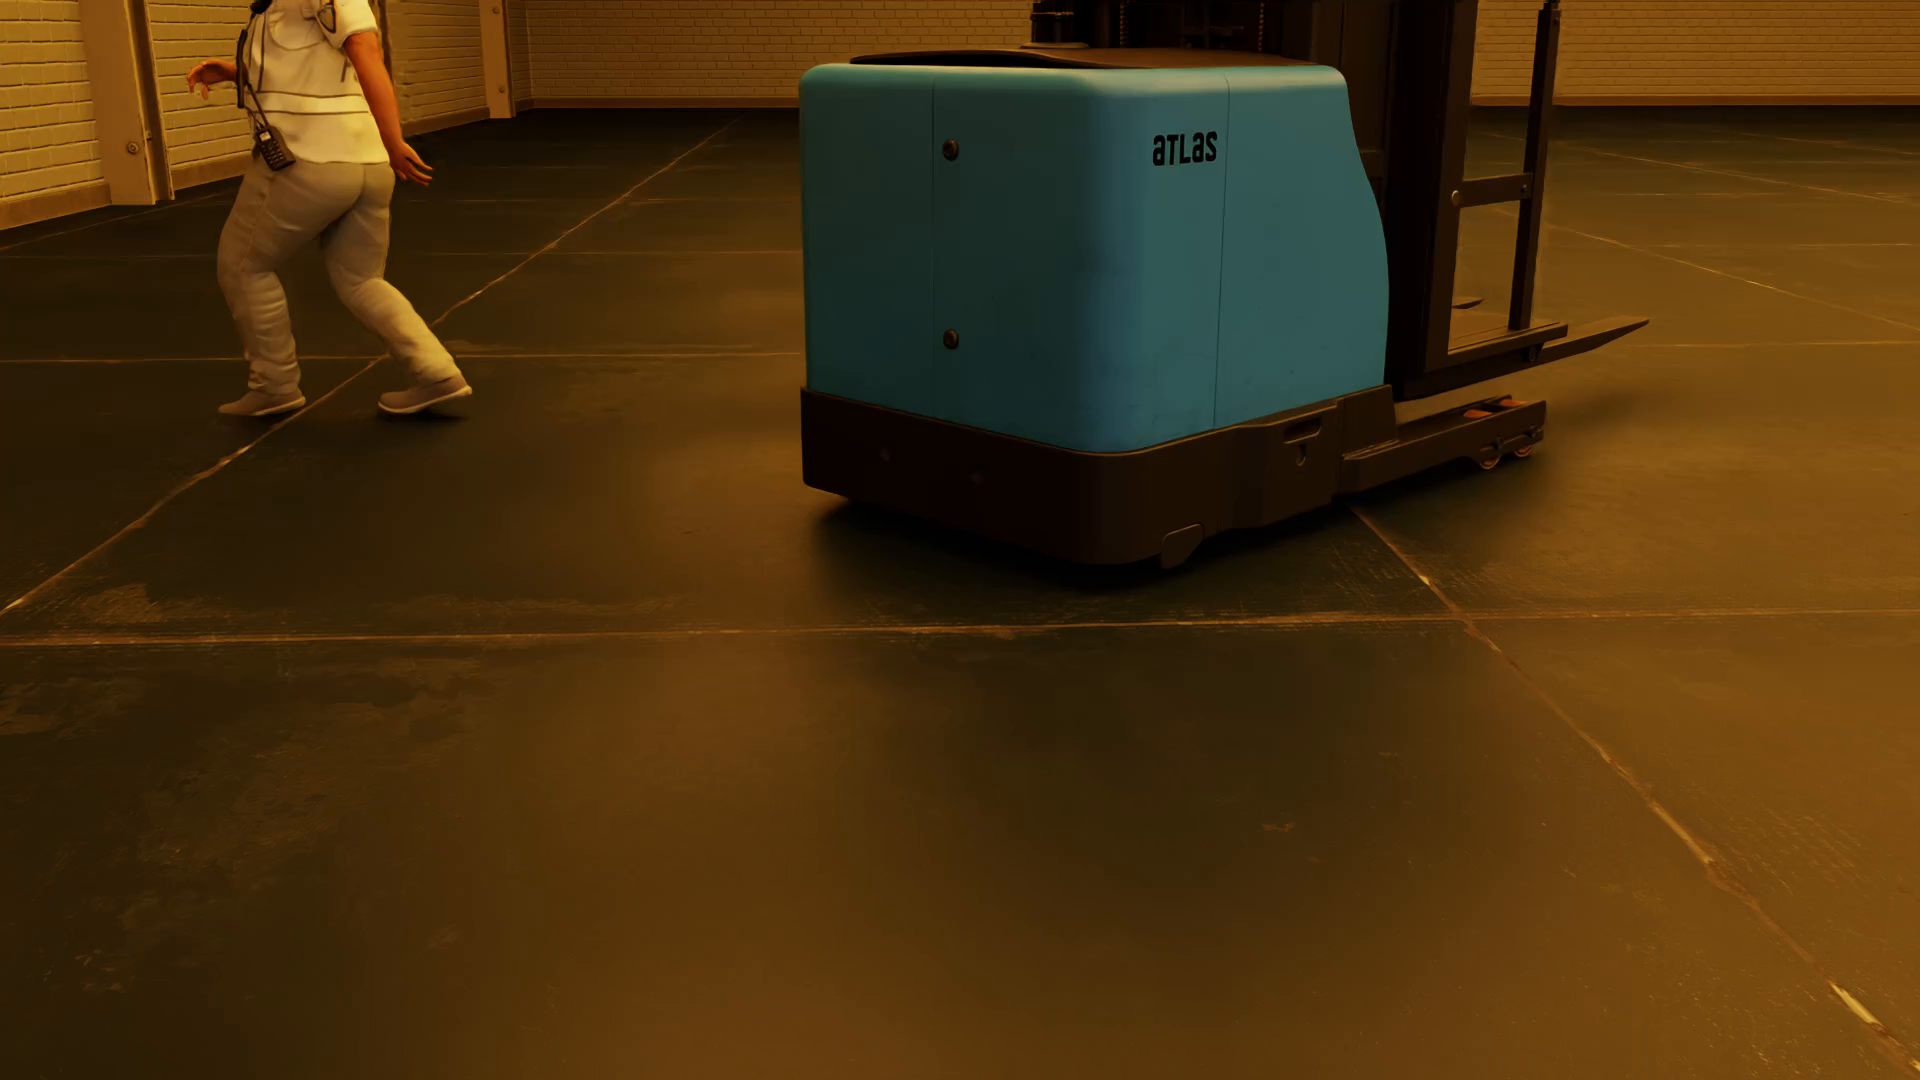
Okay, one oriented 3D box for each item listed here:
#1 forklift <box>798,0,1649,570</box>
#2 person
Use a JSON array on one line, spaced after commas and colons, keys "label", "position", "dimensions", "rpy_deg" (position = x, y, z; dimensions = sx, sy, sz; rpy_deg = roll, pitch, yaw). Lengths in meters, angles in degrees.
[{"label": "forklift", "position": [1.007, -1.687, 4.422], "dimensions": [3.031, 2.935, 1.130], "rpy_deg": [-16, 23, -42]}, {"label": "person", "position": [-1.915, -1.126, 4.974], "dimensions": [0.888, 1.603, 0.504], "rpy_deg": [3, 17, 9]}]
